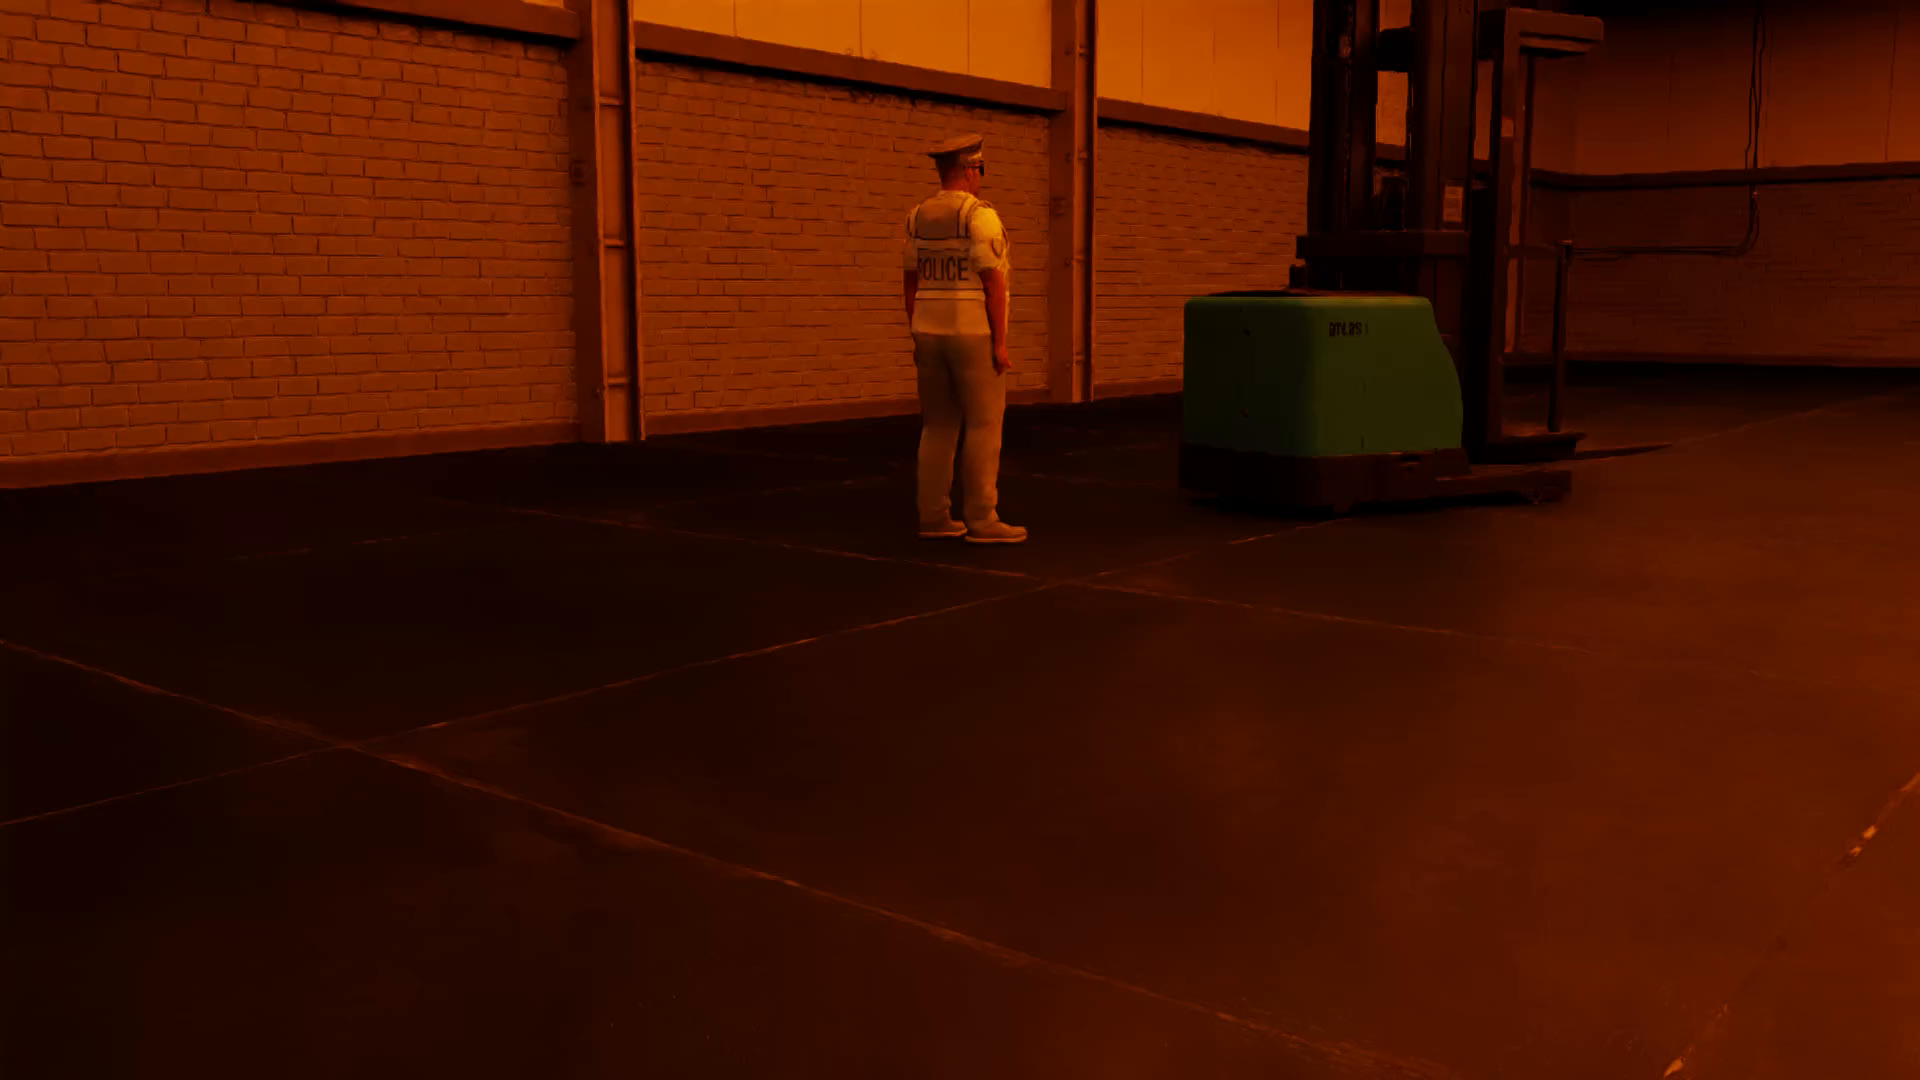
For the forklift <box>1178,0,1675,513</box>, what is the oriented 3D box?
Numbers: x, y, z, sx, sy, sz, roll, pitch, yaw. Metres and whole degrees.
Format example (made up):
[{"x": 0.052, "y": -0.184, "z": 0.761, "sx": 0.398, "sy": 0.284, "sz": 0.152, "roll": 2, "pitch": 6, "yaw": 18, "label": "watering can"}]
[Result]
[{"x": 2.686, "y": -1.713, "z": 8.988, "sx": 3.031, "sy": 2.935, "sz": 1.130, "roll": -5, "pitch": 10, "yaw": -31, "label": "forklift"}]

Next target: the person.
[{"x": 0.010, "y": -0.878, "z": 7.290, "sx": 0.523, "sy": 1.773, "sz": 0.396, "roll": 7, "pitch": 11, "yaw": 38, "label": "person"}]
